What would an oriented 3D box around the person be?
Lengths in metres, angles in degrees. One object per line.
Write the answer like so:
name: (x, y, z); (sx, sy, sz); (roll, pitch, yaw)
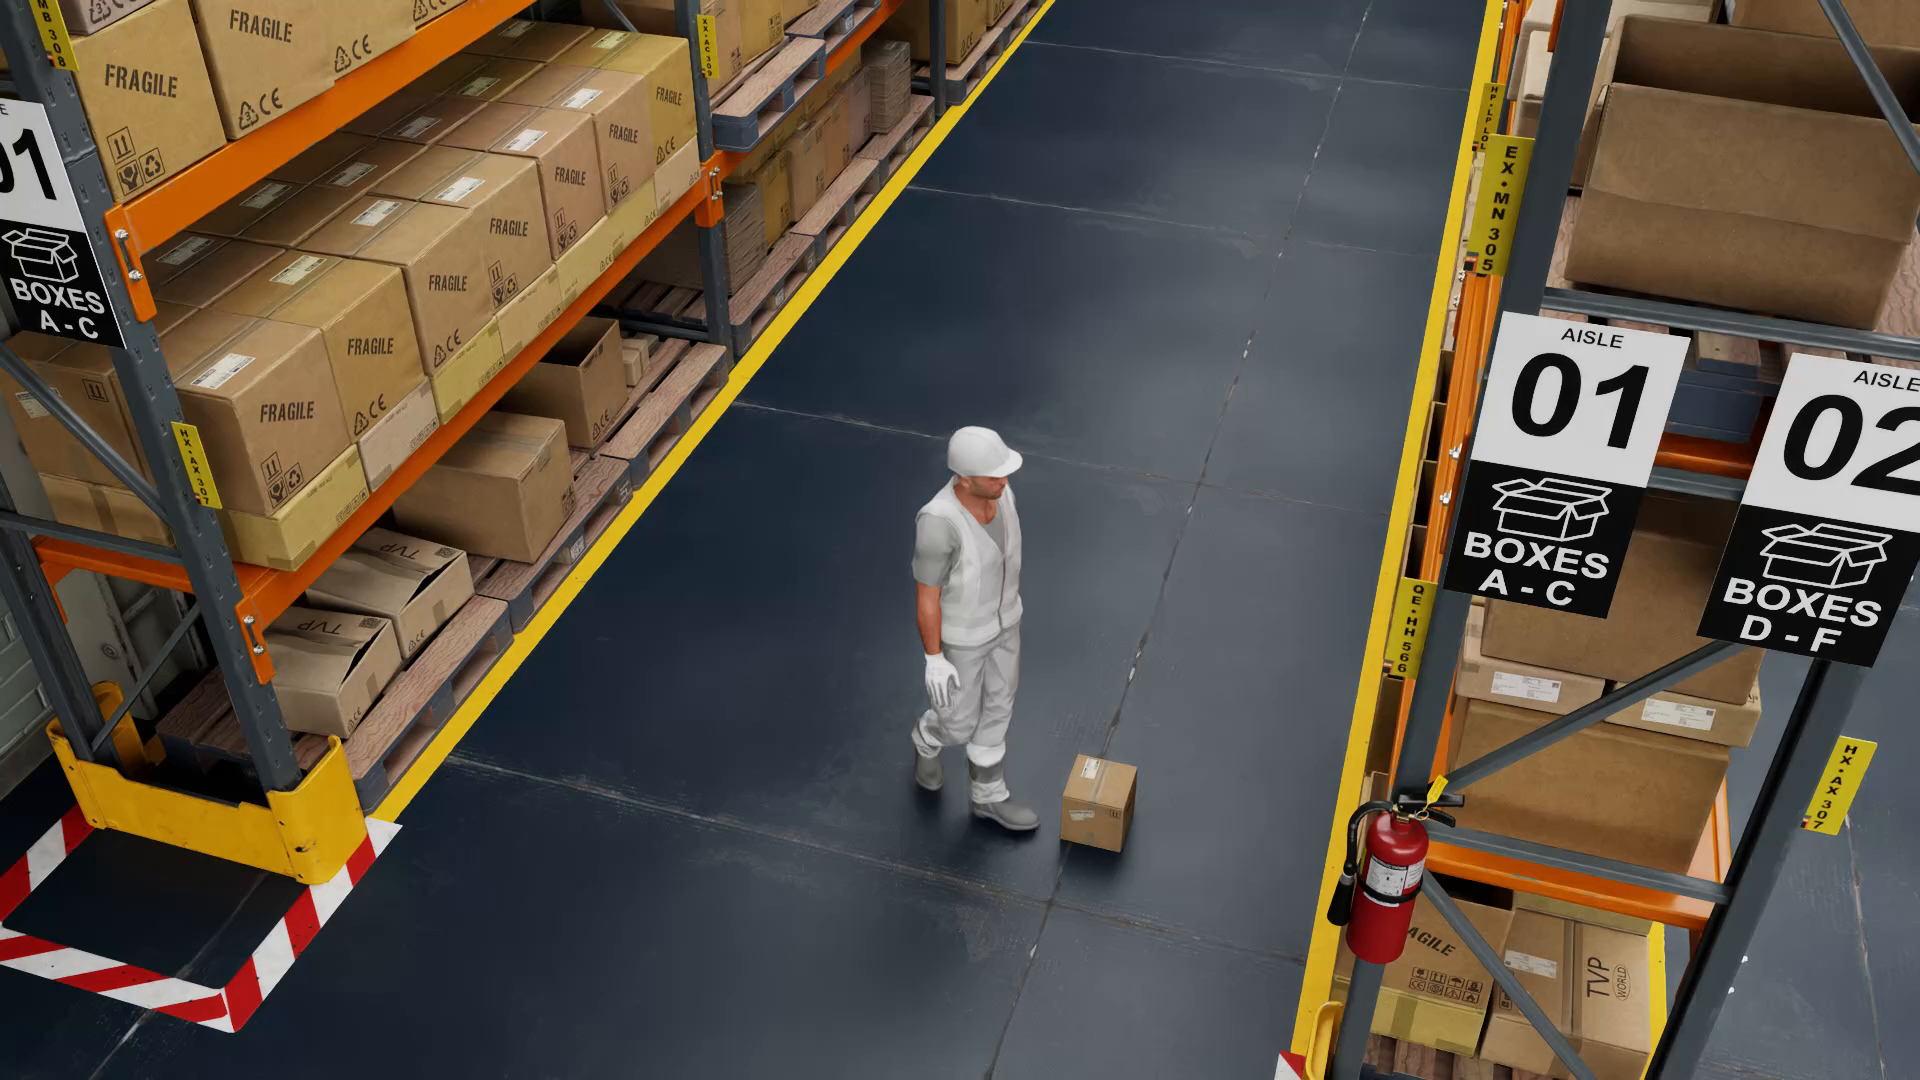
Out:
person: (0.047, 0.355, 6.375); (0.656, 1.781, 0.618); (29, 46, 33)
